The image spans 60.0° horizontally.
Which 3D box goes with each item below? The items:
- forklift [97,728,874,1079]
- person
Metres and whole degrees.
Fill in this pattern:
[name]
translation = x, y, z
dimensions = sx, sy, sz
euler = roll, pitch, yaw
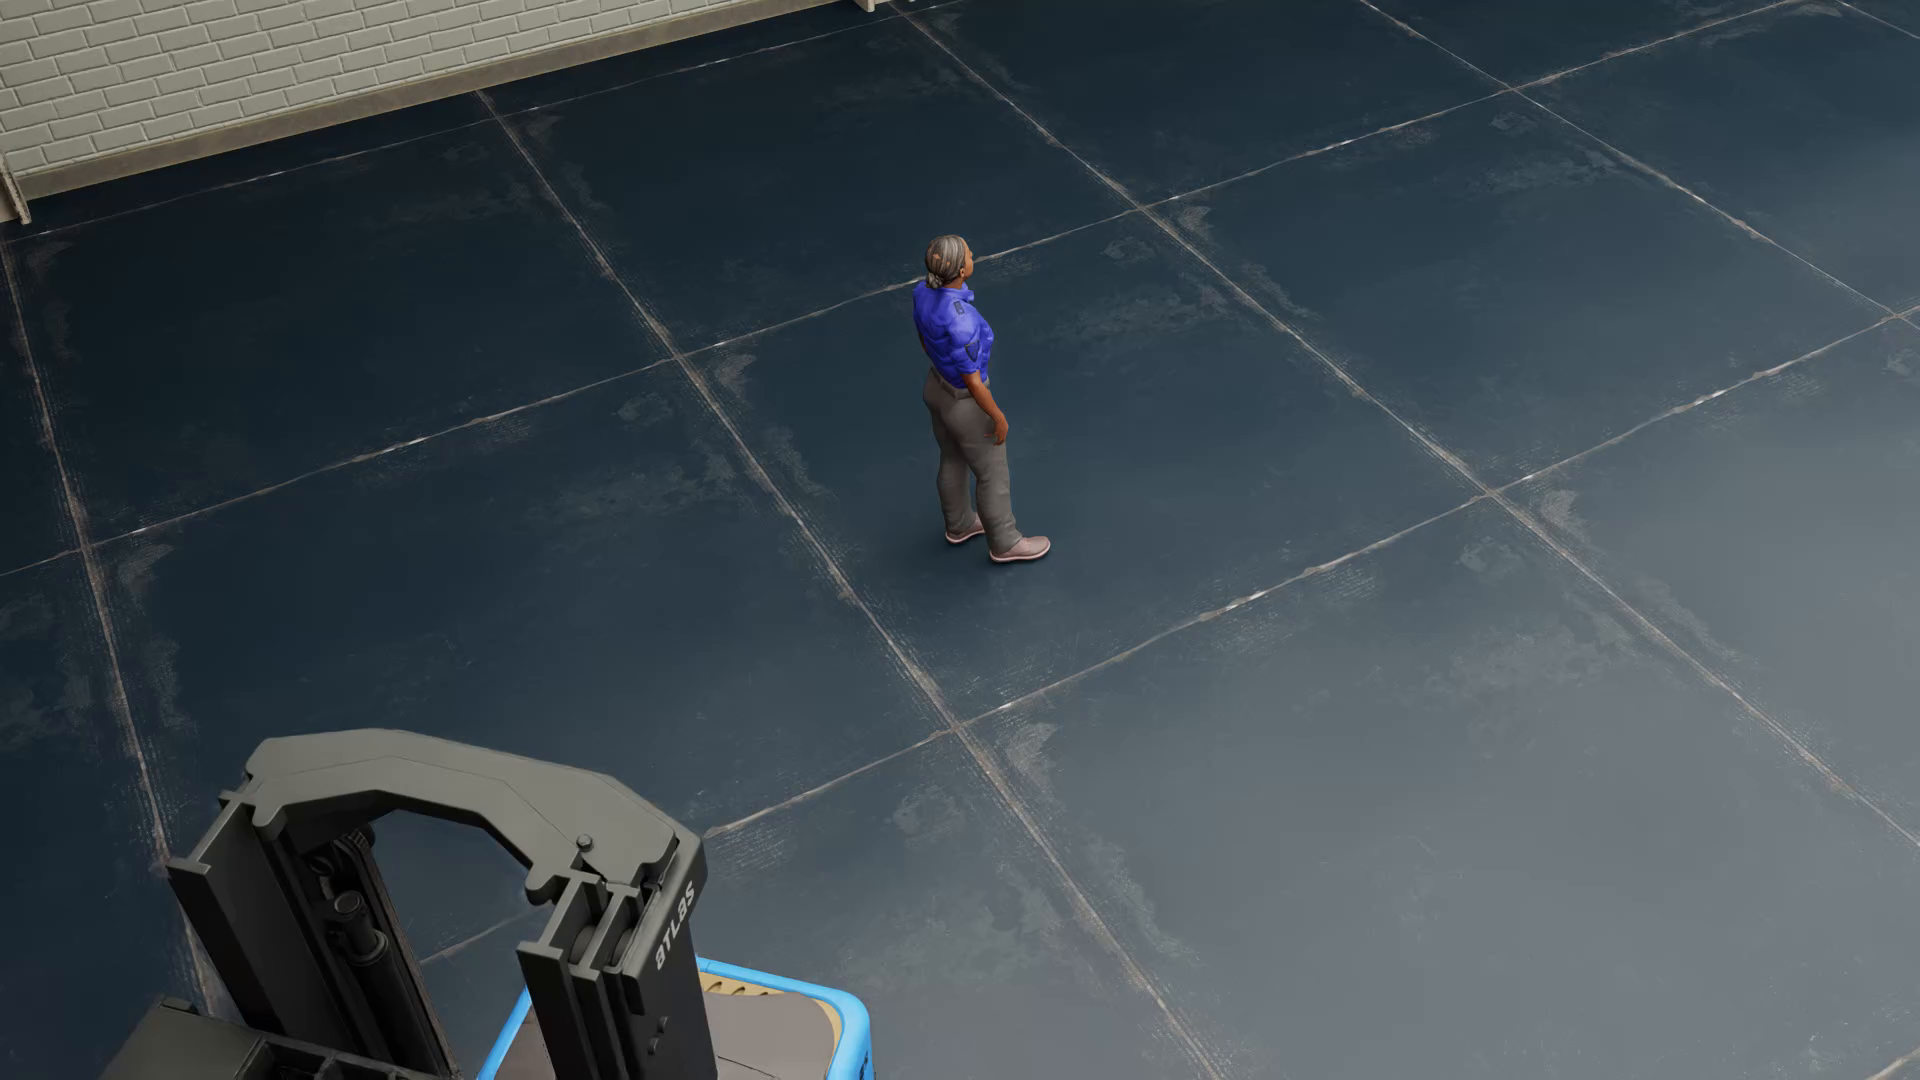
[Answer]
[forklift]
translation = -1.120, 1.931, 3.616
dimensions = 1.130, 2.935, 3.031
euler = 10, 44, 11
[person]
translation = 0.086, -0.630, 7.306
dimensions = 0.503, 1.656, 0.570
euler = -21, 47, -21
